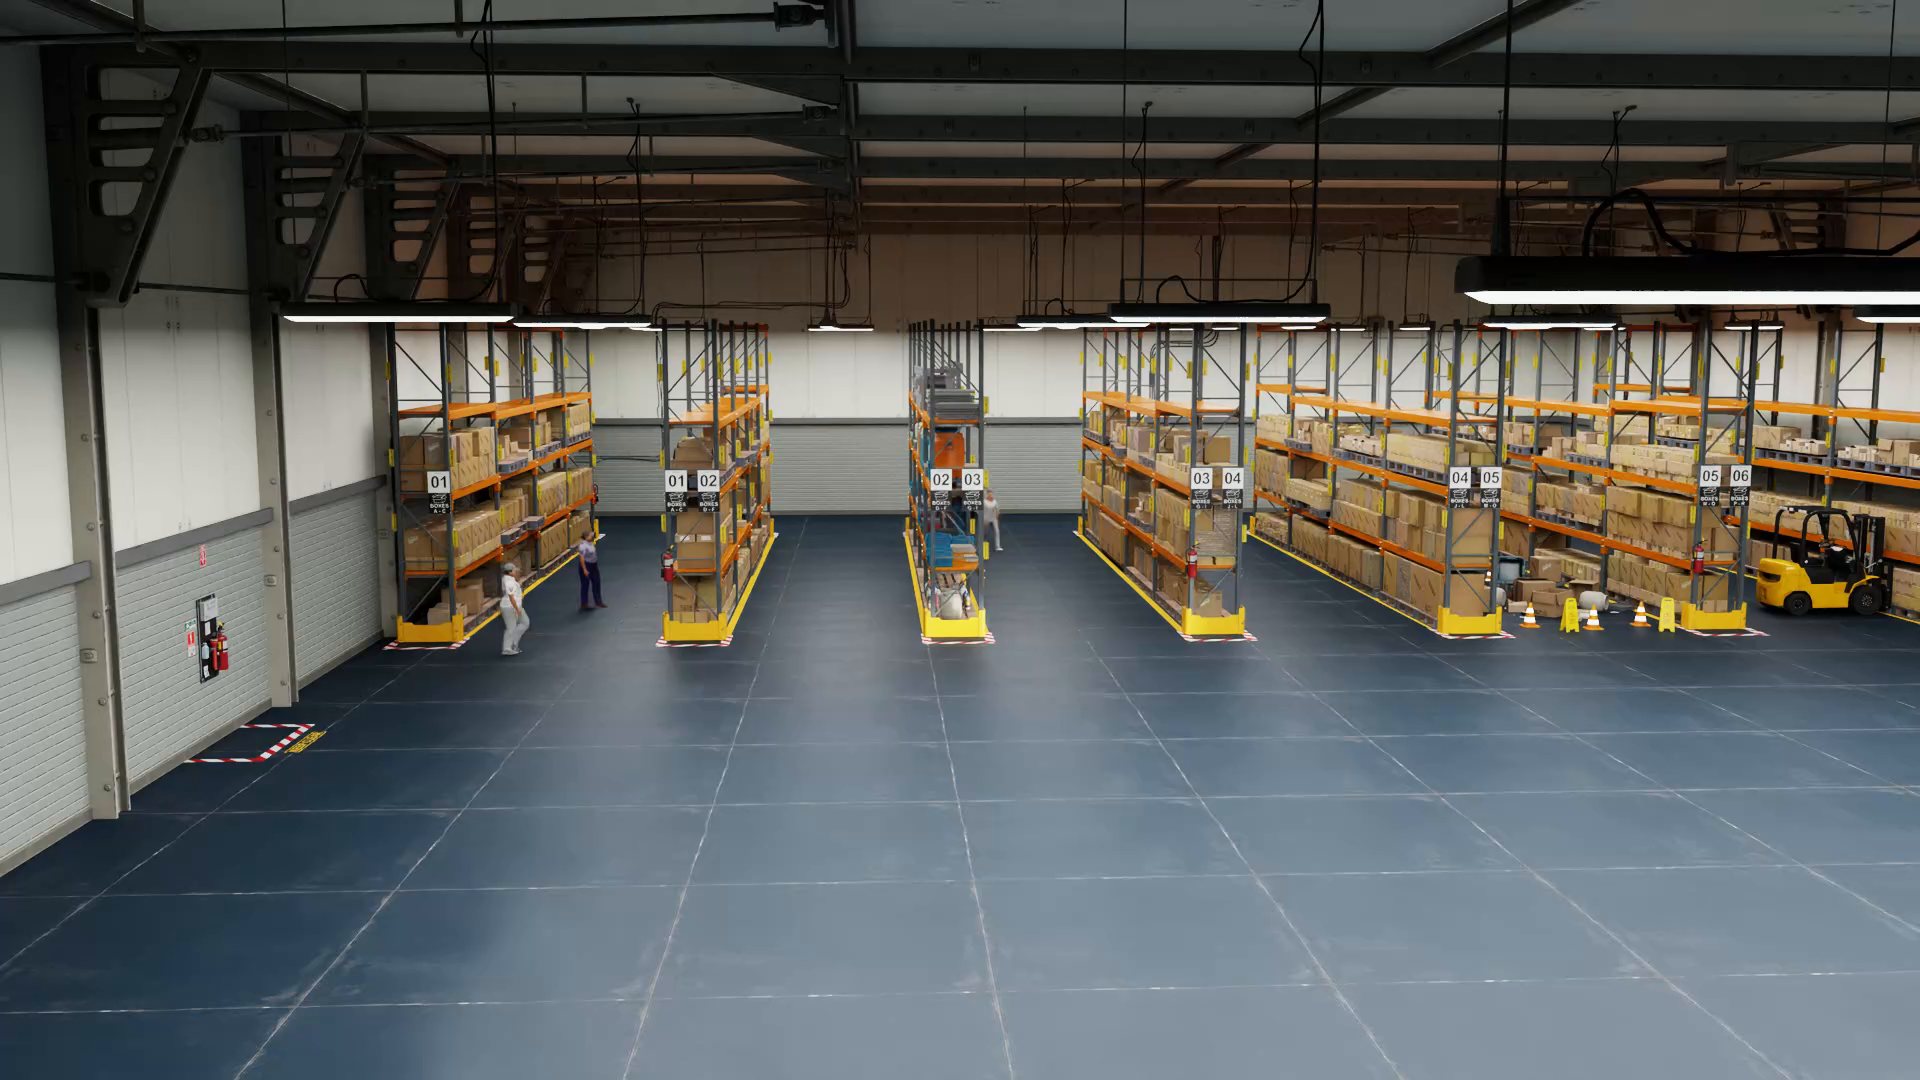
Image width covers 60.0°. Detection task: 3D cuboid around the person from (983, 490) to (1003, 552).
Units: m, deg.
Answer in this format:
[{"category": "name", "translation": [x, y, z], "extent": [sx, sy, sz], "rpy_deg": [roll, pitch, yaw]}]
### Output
[{"category": "person", "translation": [0.812, -0.397, 44.105], "extent": [0.510, 1.374, 0.996], "rpy_deg": [-3, 8, -25]}]

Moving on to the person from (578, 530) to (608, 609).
[{"category": "person", "translation": [-7.720, 0.614, 34.840], "extent": [0.490, 1.656, 0.566], "rpy_deg": [4, 8, 28]}]

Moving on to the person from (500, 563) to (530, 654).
[{"category": "person", "translation": [-7.979, 1.236, 29.714], "extent": [0.471, 1.671, 0.508], "rpy_deg": [0, 7, -1]}]

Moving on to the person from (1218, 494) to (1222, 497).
[{"category": "person", "translation": [6.784, -0.466, 43.191], "extent": [0.664, 1.730, 0.986], "rpy_deg": [0, 7, 2]}]
